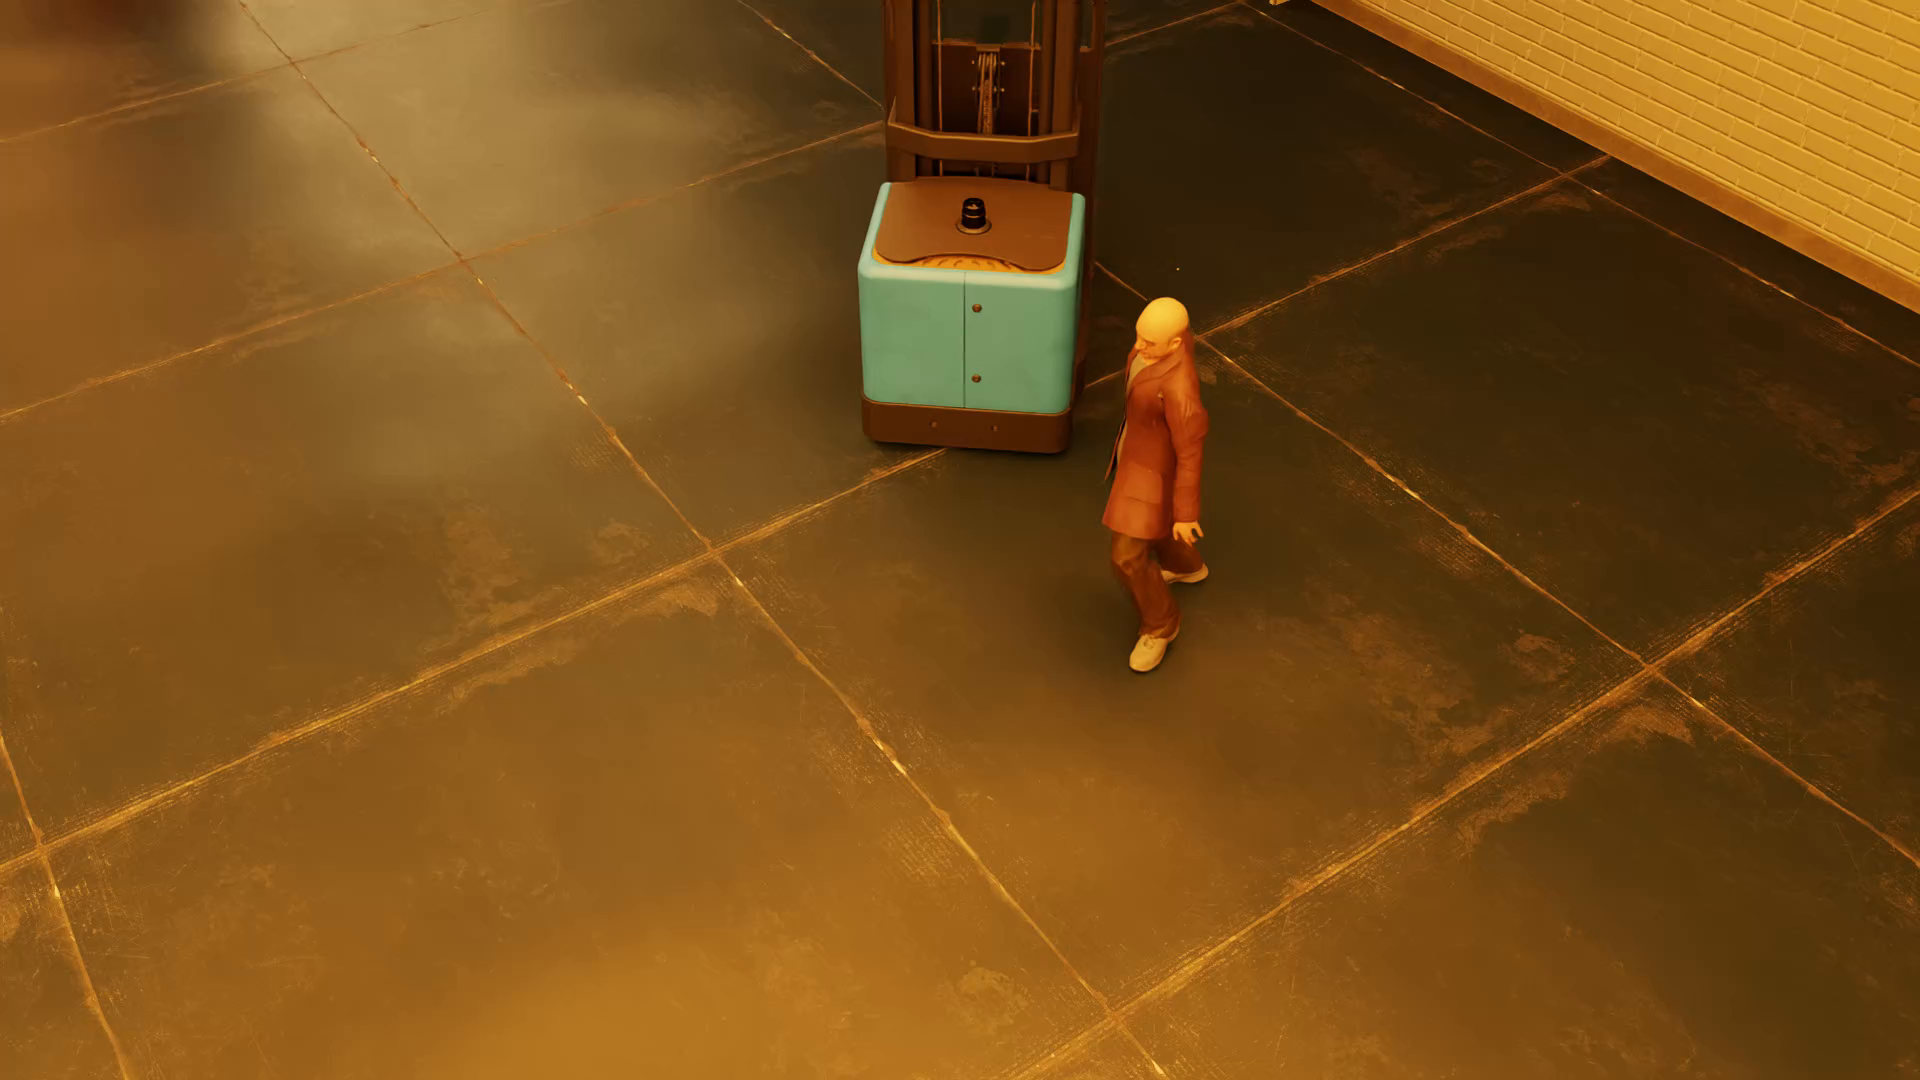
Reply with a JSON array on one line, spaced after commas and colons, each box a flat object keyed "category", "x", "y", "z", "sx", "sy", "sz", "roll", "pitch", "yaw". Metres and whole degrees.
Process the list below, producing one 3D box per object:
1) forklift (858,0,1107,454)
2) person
[{"category": "forklift", "x": 0.190, "y": -2.504, "z": 8.433, "sx": 1.130, "sy": 2.935, "sz": 3.031, "roll": 4, "pitch": 43, "yaw": 5}, {"category": "person", "x": 0.869, "y": -0.336, "z": 7.020, "sx": 0.552, "sy": 1.759, "sz": 0.934, "roll": 0, "pitch": 43, "yaw": 0}]
